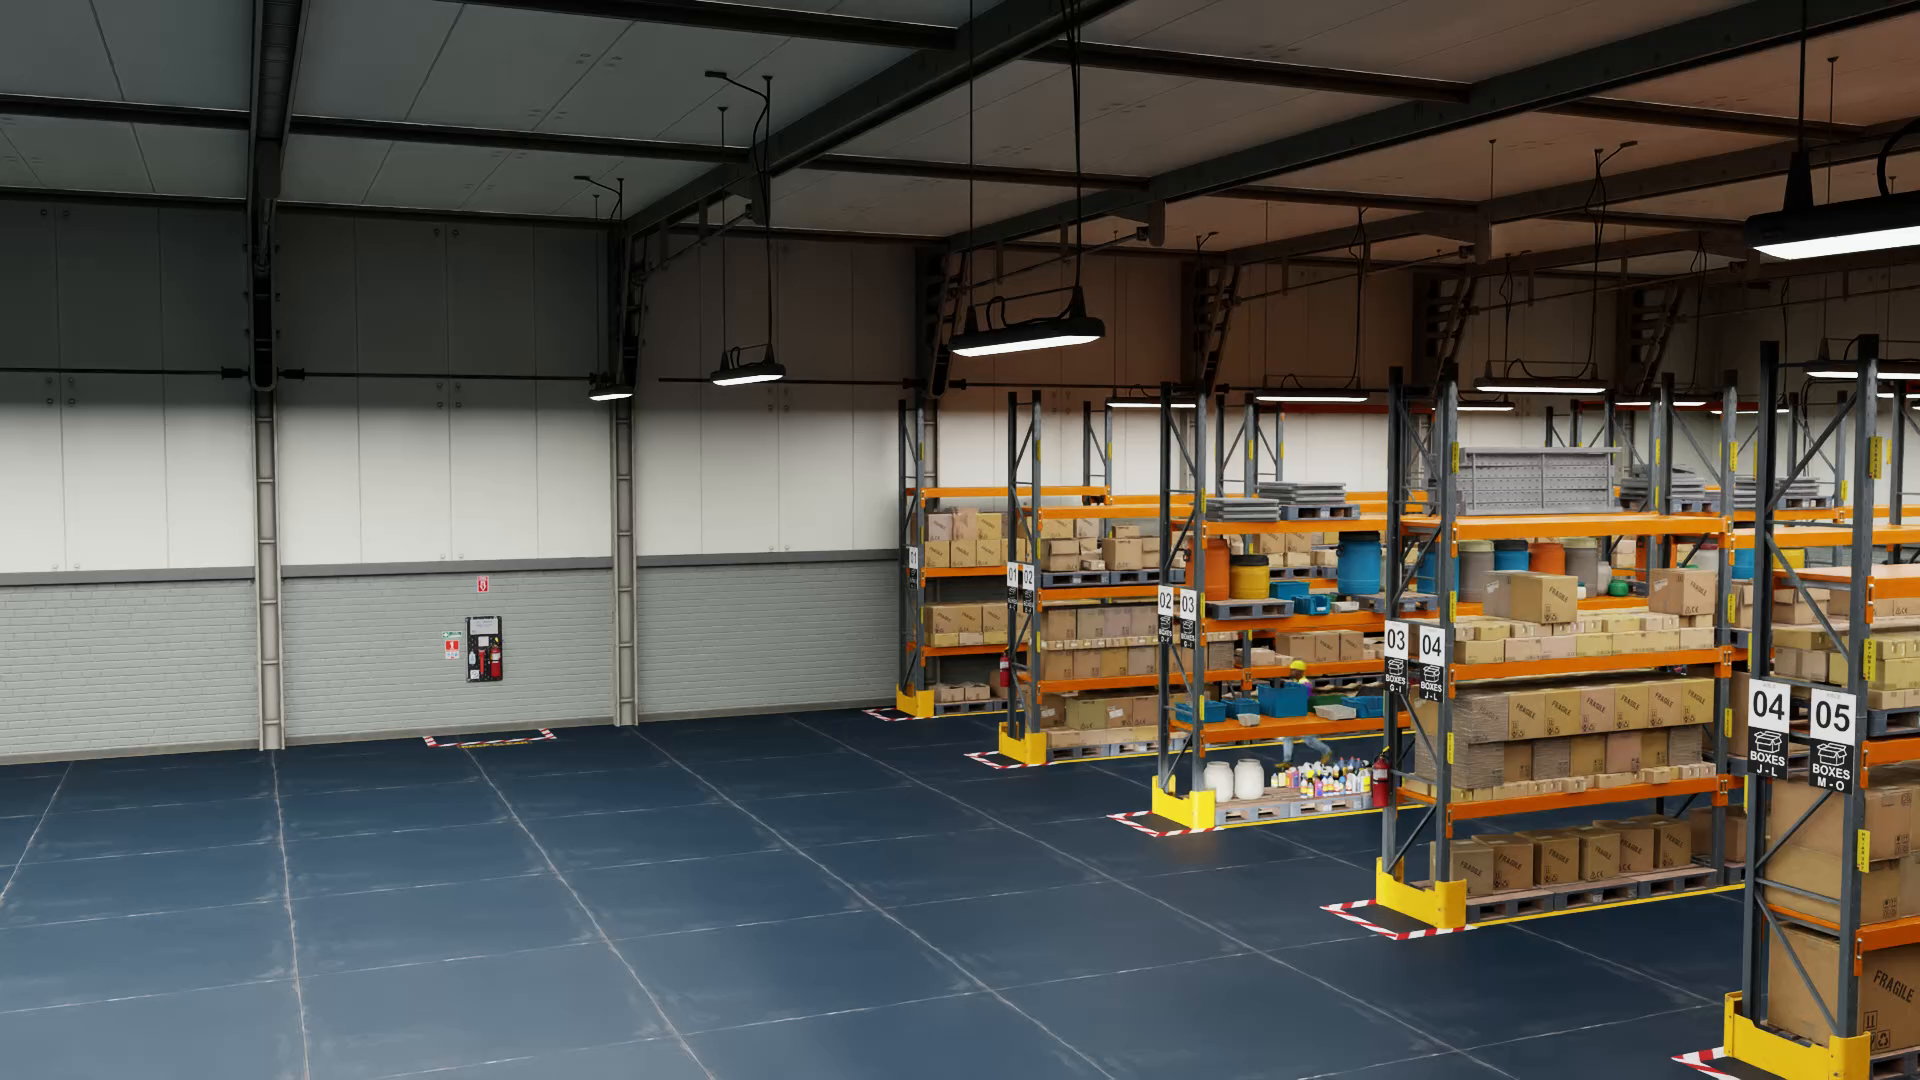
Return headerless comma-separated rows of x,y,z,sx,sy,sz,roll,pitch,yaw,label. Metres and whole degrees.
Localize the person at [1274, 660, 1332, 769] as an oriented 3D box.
5.442,2.760,26.259,0.943,1.724,0.542,-2,4,-27,person
